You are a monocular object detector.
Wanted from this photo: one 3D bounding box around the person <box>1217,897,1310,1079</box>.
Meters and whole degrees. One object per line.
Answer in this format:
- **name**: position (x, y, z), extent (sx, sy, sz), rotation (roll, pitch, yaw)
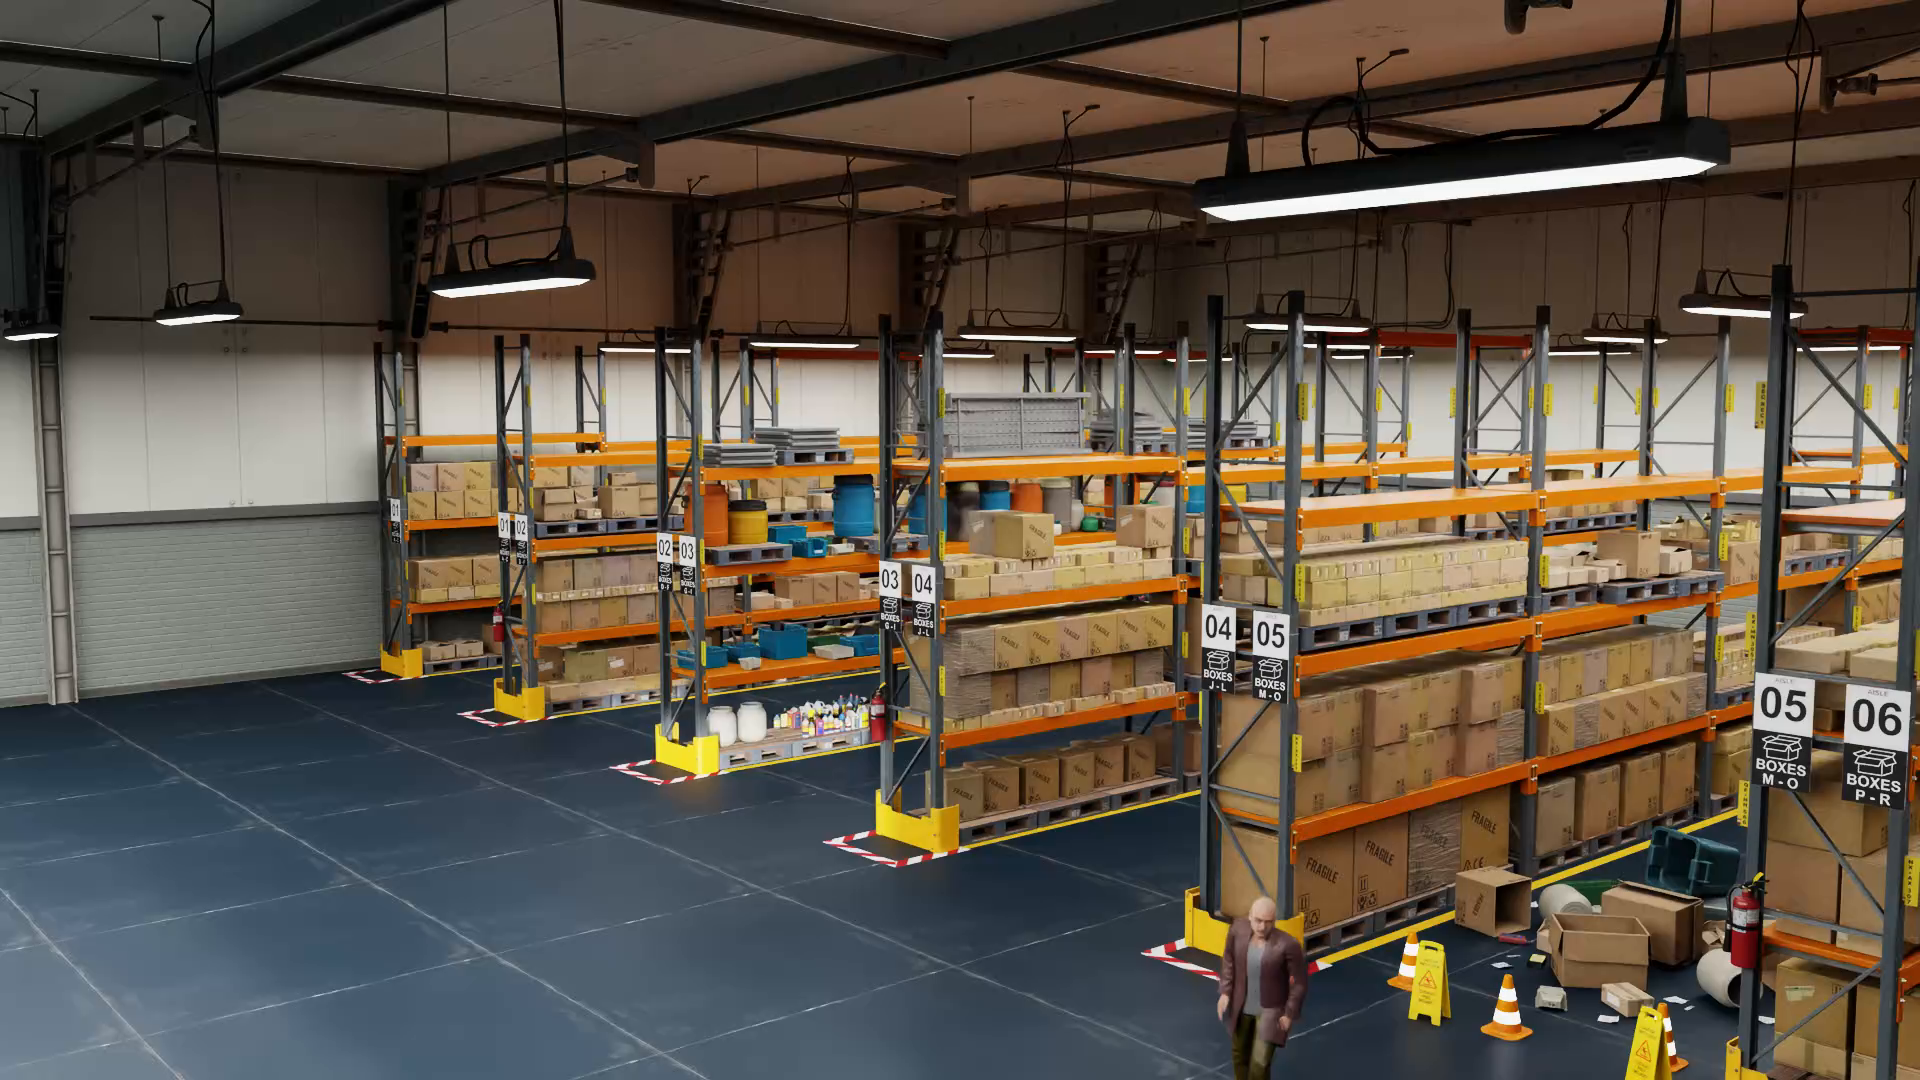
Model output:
- **person**: position (2.126, 3.268, 11.639), extent (0.693, 1.712, 0.678), rotation (4, 6, 35)
